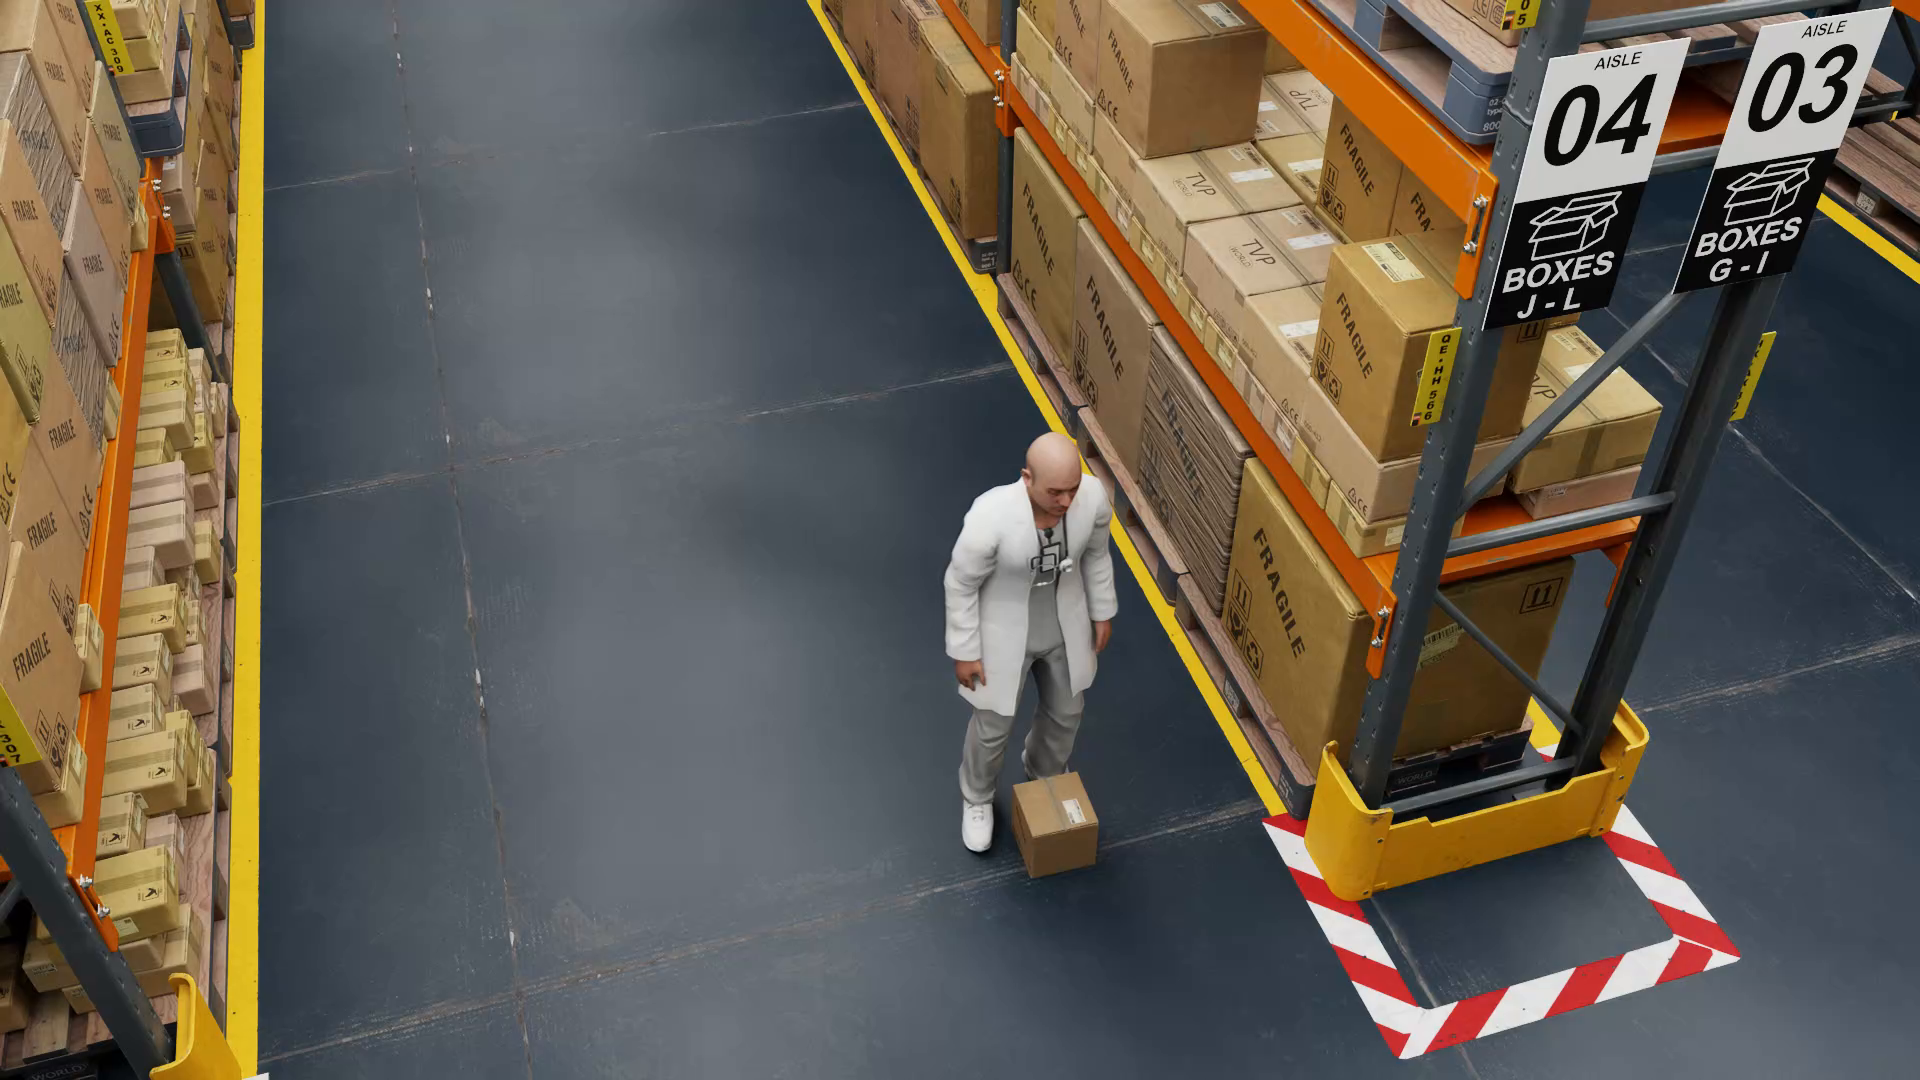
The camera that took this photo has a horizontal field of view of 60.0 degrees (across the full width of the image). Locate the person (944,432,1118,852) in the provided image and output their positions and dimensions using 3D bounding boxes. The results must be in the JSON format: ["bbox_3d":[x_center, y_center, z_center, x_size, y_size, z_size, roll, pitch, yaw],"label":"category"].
[{"bbox_3d":[0.256,0.328,5.804,0.649,1.772,0.433,-15,44,-16],"label":"person"}]
